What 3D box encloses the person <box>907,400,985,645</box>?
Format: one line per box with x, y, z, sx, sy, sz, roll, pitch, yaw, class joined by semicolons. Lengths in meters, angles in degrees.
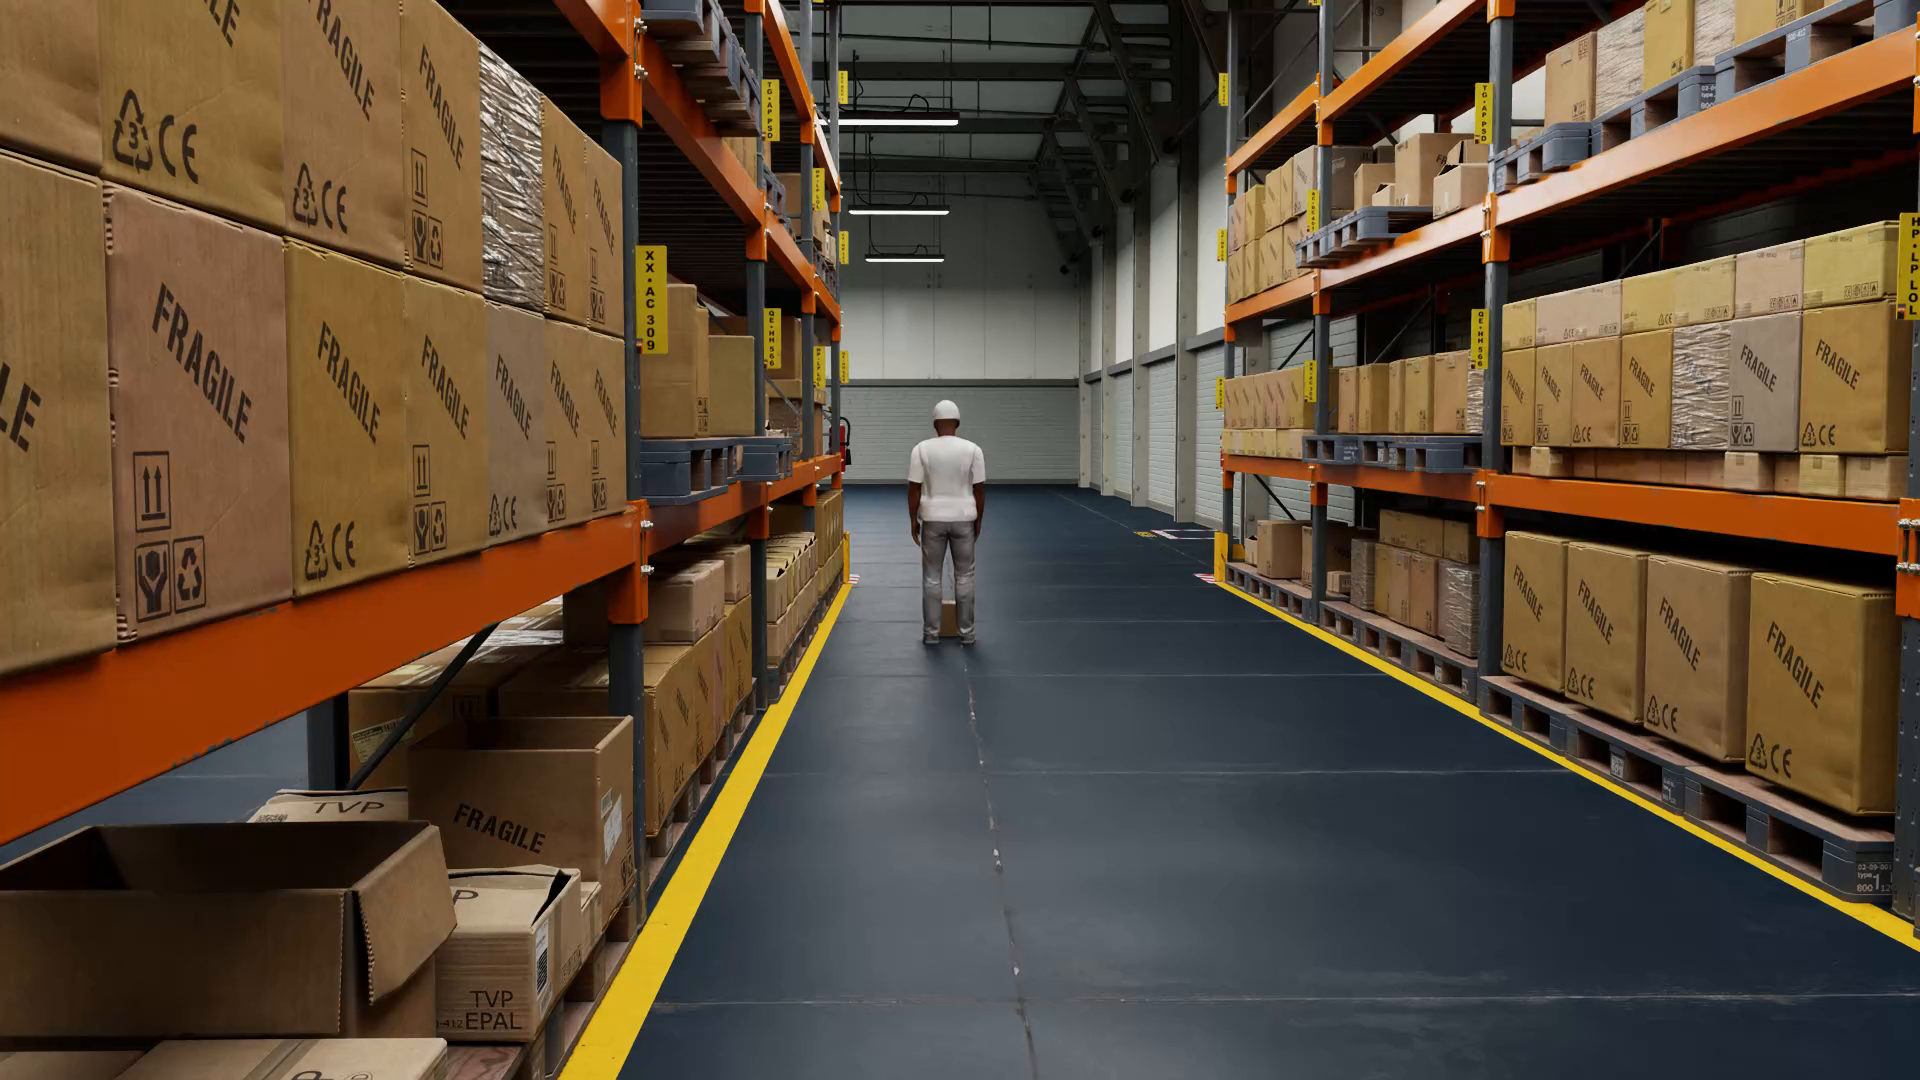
-0.099;-0.127;12.045;0.562;1.762;0.363;0;4;0;person
